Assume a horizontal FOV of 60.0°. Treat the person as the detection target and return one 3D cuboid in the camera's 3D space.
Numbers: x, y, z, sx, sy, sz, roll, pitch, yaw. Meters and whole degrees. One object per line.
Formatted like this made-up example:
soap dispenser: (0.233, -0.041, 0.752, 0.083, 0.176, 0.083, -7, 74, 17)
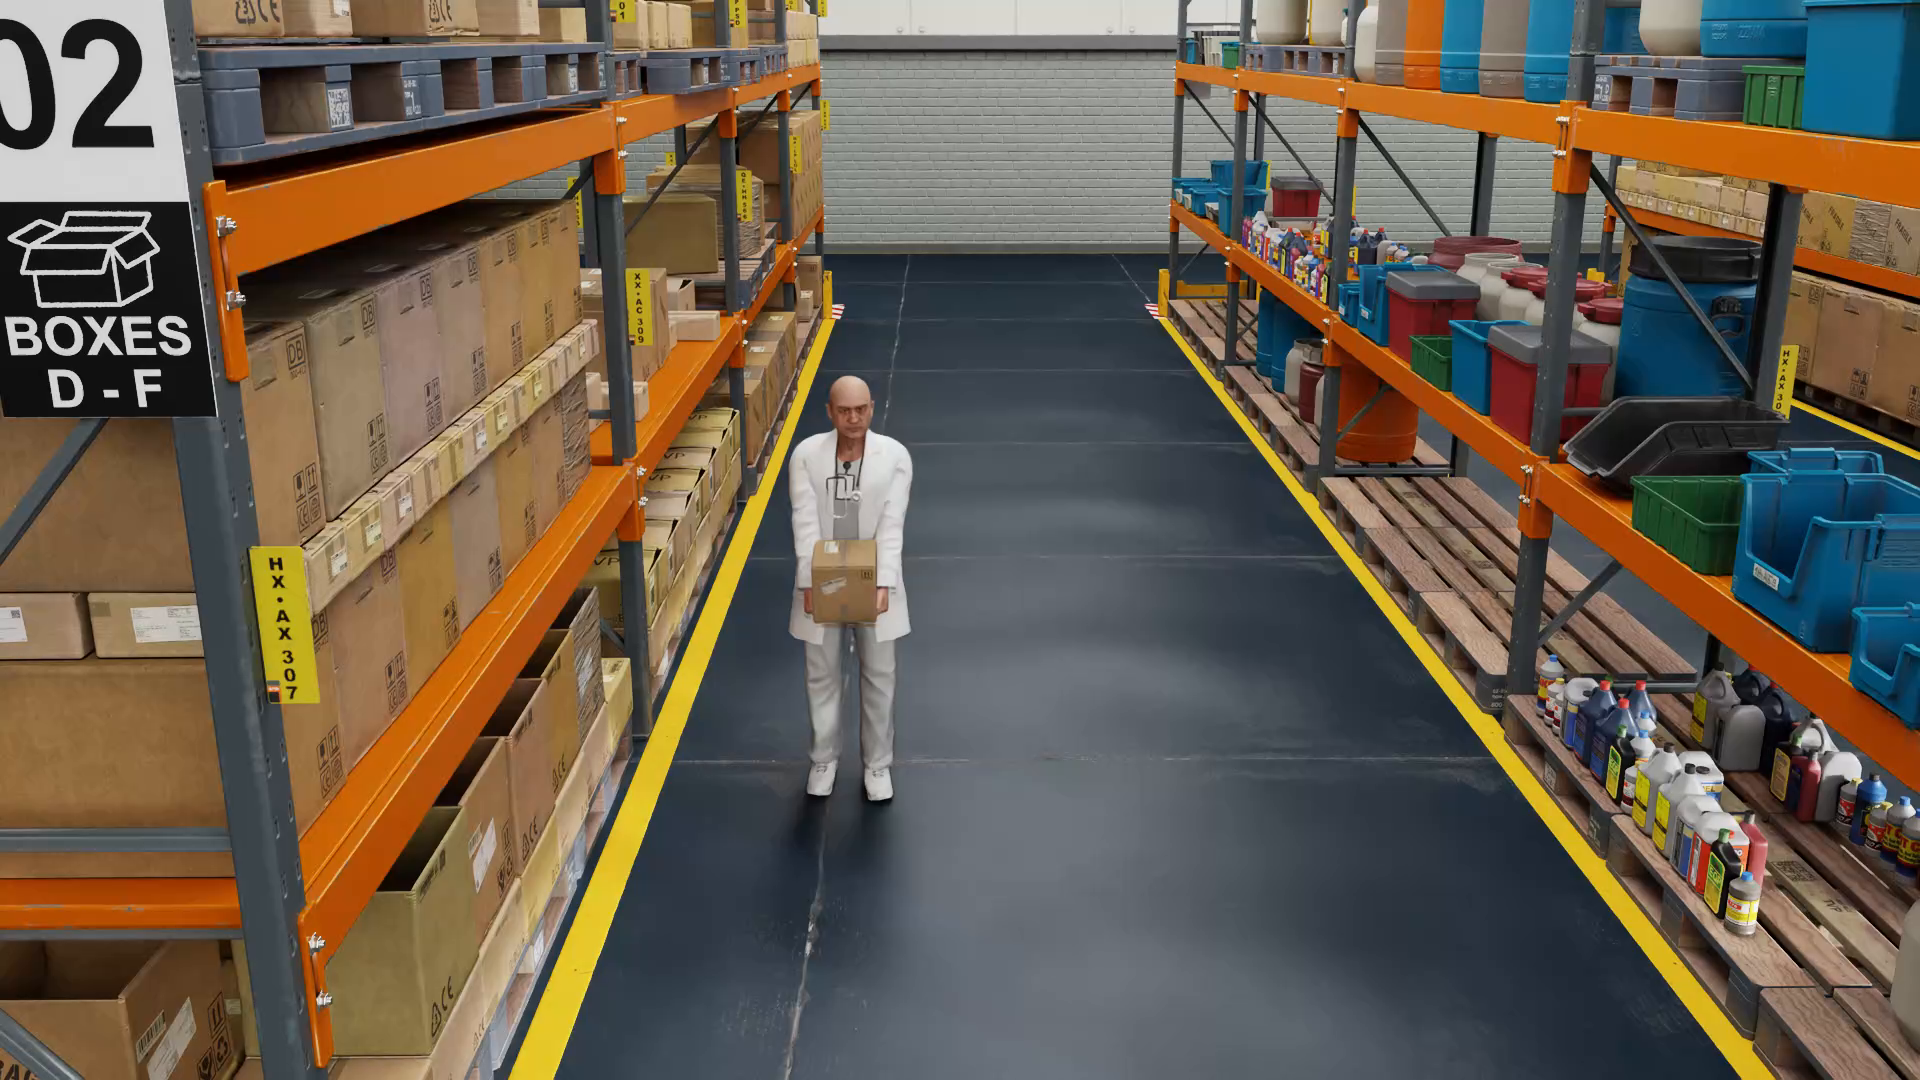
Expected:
person: (-0.456, 0.226, 6.865, 0.528, 1.761, 0.568, 0, 17, -1)
